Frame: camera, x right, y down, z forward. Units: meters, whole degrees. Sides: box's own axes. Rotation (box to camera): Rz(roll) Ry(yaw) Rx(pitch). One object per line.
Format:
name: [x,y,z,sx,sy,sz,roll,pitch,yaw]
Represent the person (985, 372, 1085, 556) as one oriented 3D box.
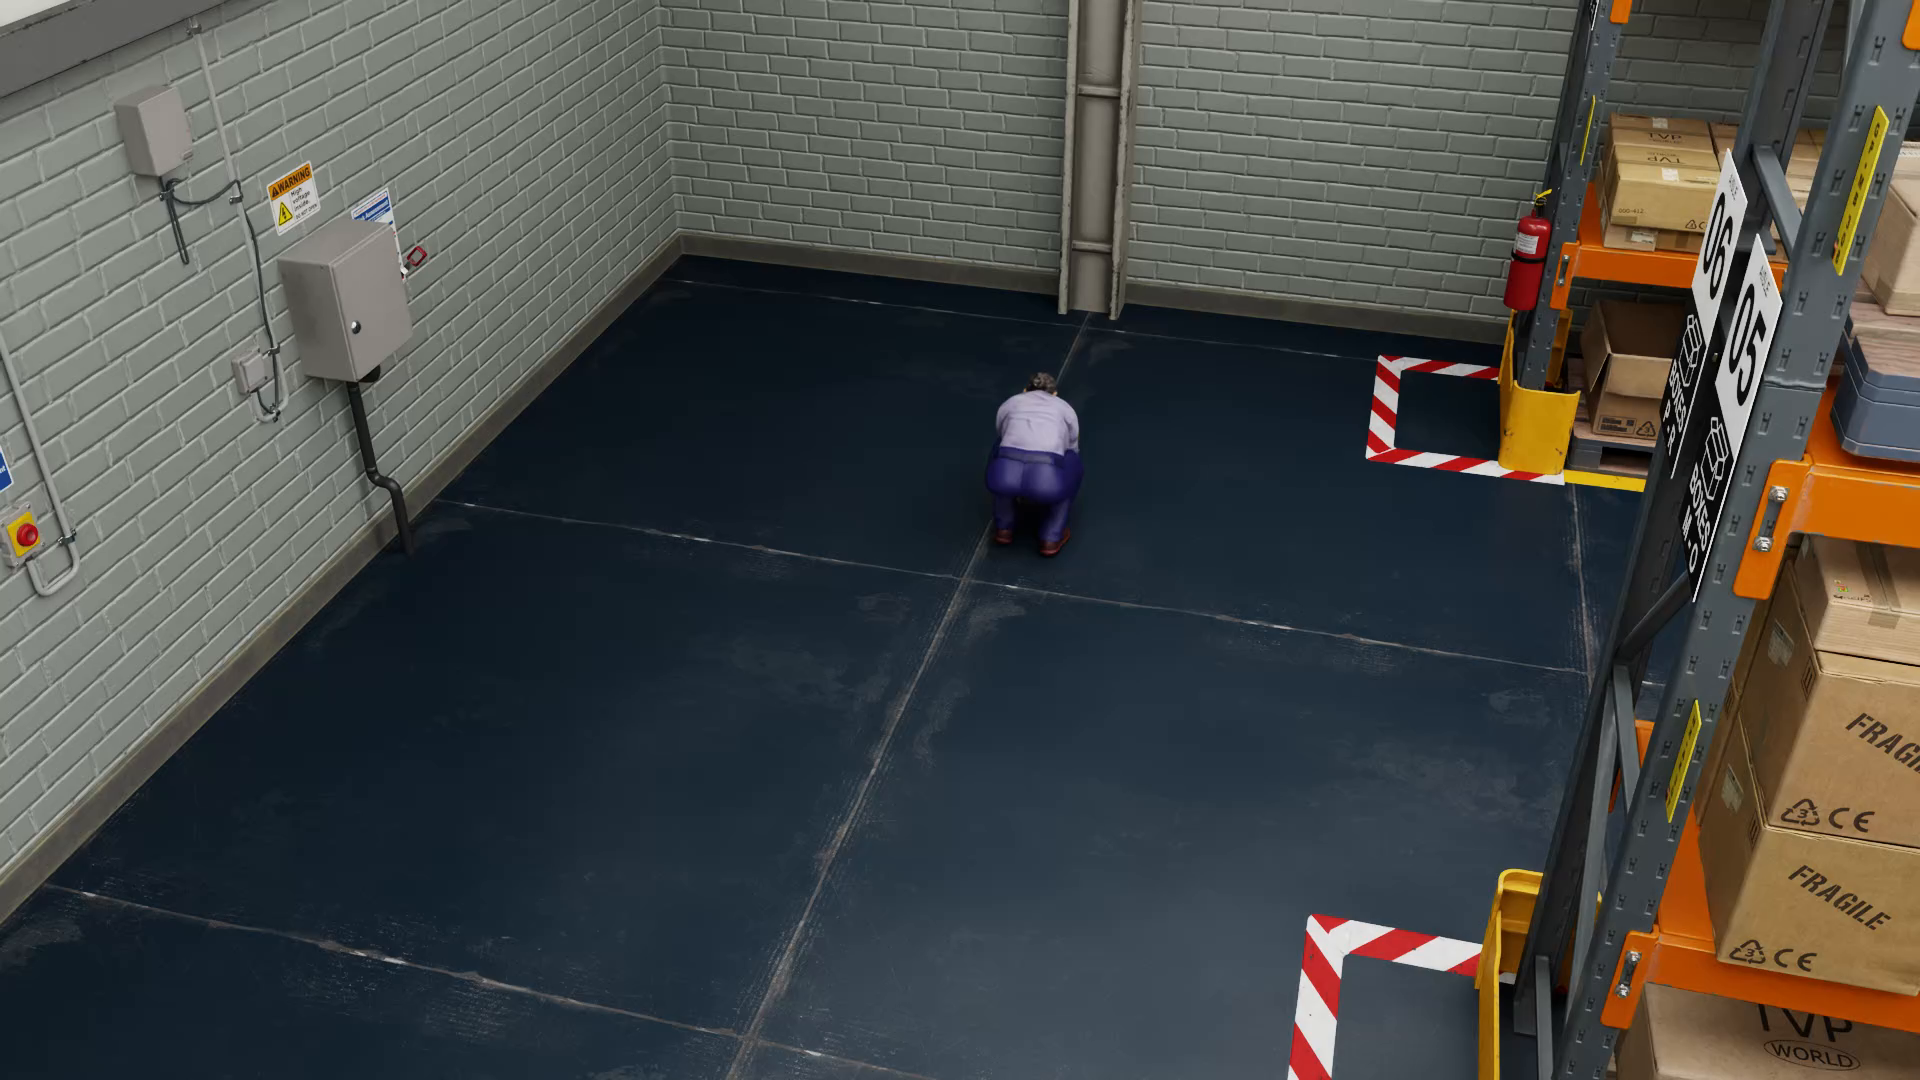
person: [0.389,-0.379,8.593,0.495,0.746,0.888,7,34,11]
